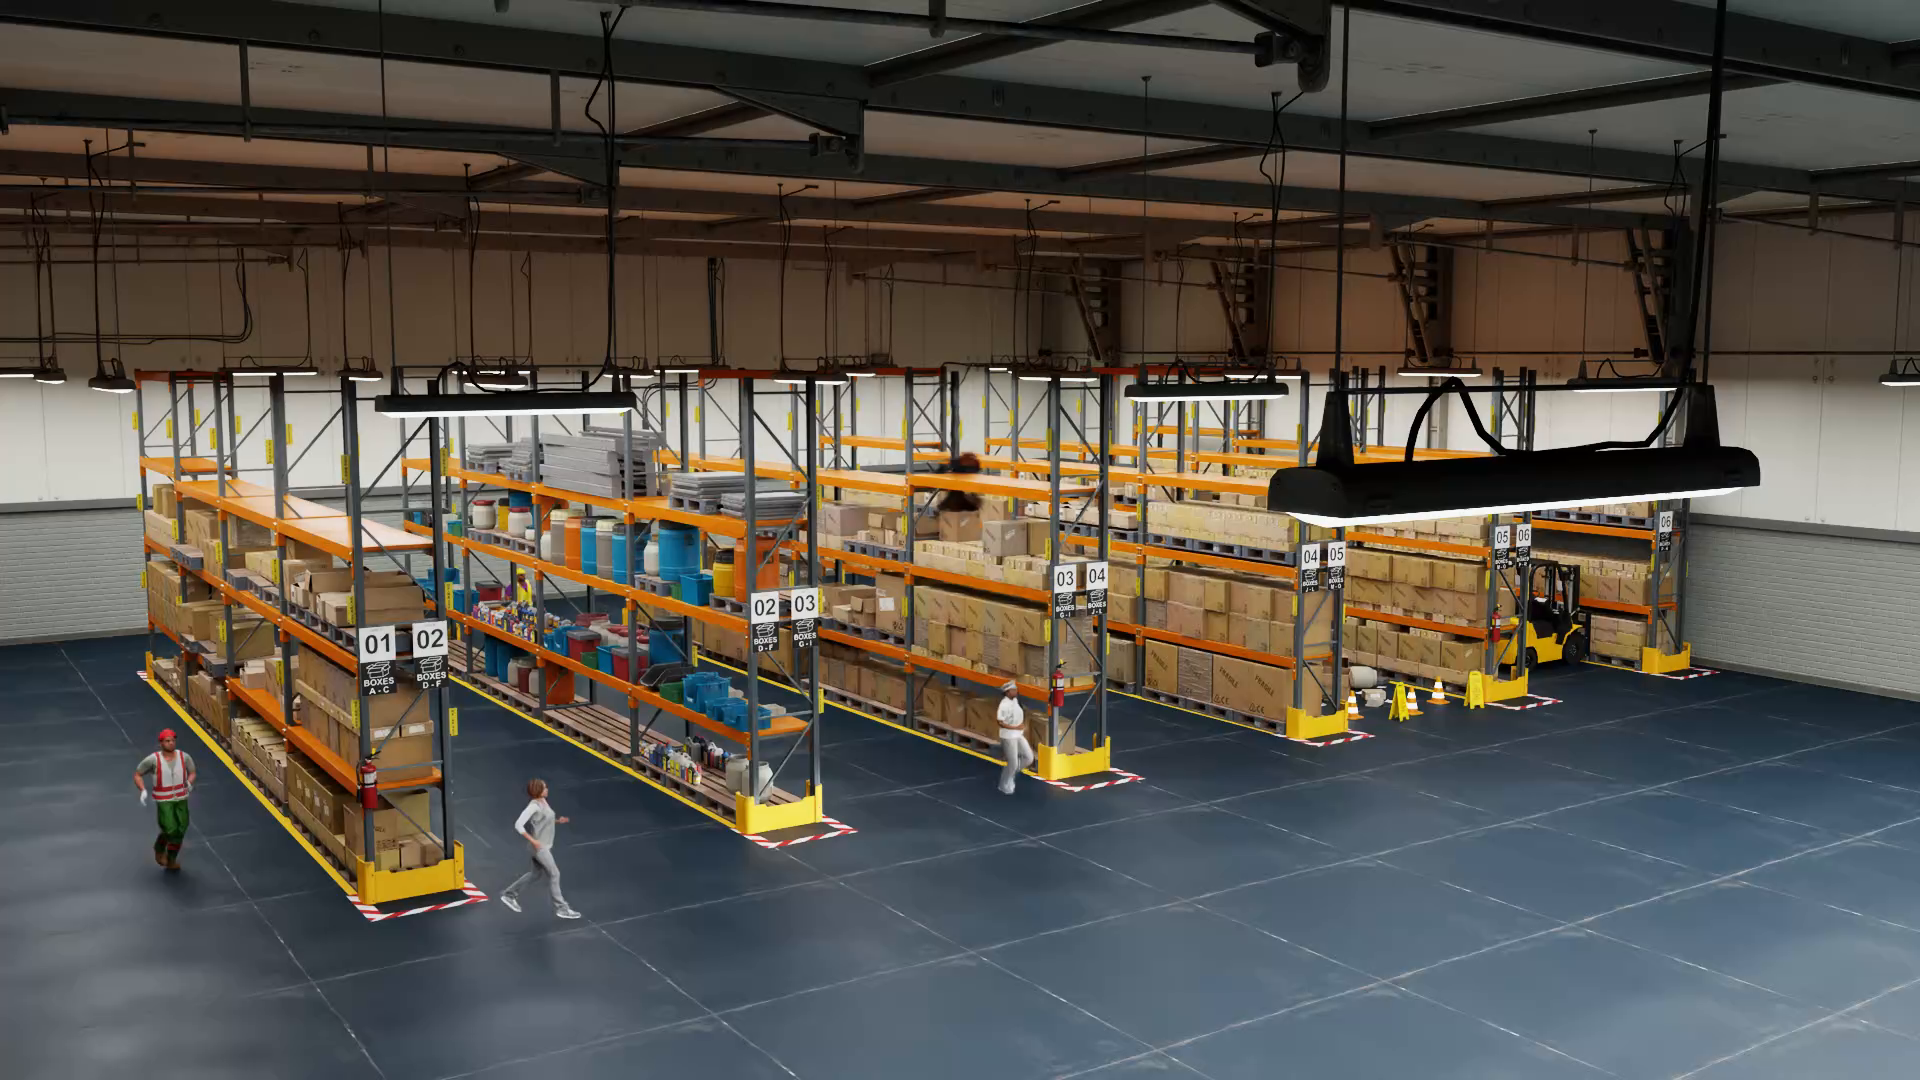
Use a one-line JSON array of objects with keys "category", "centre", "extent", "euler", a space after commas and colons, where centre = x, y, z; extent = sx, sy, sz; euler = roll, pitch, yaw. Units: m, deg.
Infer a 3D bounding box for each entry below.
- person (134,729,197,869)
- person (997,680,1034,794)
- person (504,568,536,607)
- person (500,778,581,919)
[{"category": "person", "centre": [-9.595, 3.172, 20.237], "extent": [0.603, 1.739, 0.664], "euler": [6, 9, 43]}, {"category": "person", "centre": [0.773, 2.813, 23.793], "extent": [0.529, 1.659, 0.641], "euler": [4, 7, 29]}, {"category": "person", "centre": [-9.378, 1.444, 35.840], "extent": [0.563, 1.688, 0.701], "euler": [3, 7, 26]}, {"category": "person", "centre": [-4.686, 3.435, 18.502], "extent": [0.890, 1.585, 0.534], "euler": [-1, 6, -6]}]
